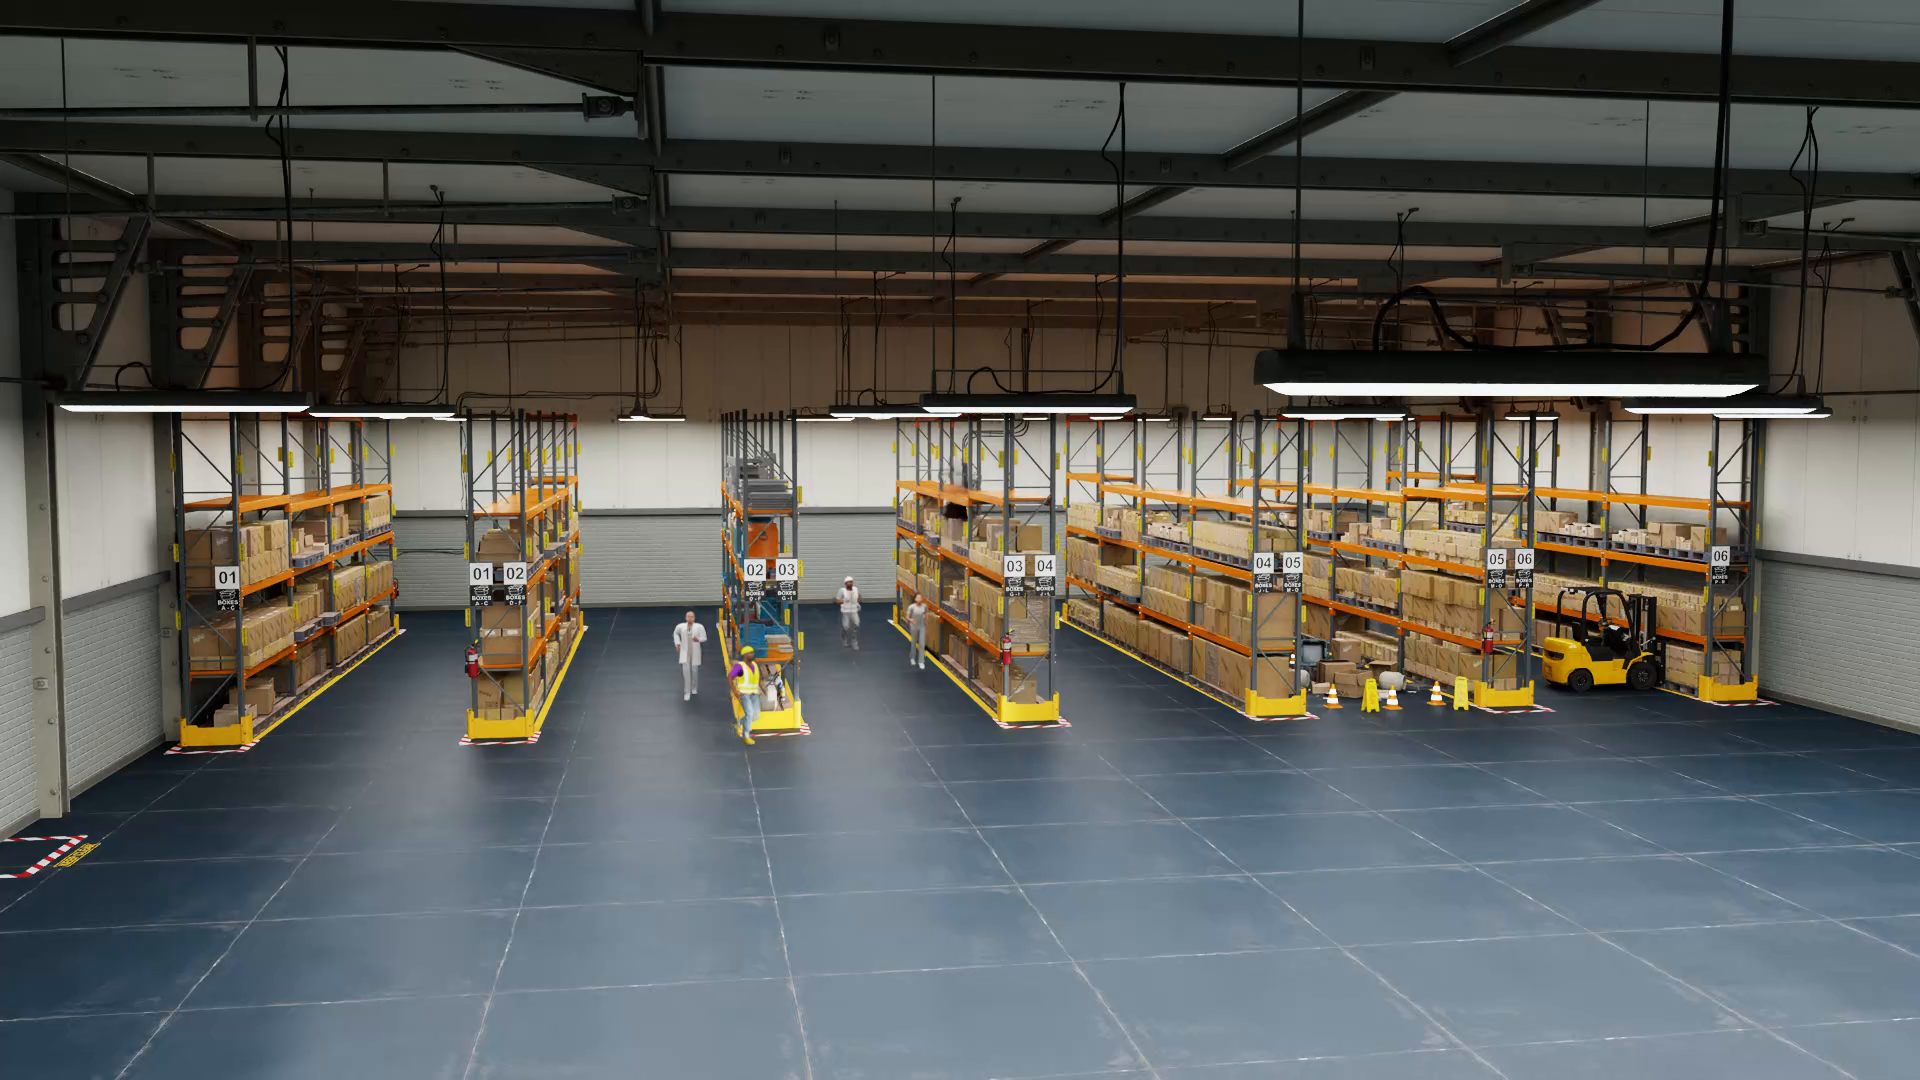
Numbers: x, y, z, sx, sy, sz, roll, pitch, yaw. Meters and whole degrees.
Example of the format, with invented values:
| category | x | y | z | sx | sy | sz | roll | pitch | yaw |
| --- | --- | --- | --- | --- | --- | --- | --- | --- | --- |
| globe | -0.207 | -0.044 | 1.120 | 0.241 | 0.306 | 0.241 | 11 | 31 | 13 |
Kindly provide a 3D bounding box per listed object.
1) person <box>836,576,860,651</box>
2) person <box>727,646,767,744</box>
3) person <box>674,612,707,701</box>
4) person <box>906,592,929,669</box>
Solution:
| category | x | y | z | sx | sy | sz | roll | pitch | yaw |
| --- | --- | --- | --- | --- | --- | --- | --- | --- | --- |
| person | -2.721 | 1.782 | 40.748 | 0.664 | 1.790 | 0.780 | -1 | 4 | -18 |
| person | -3.825 | 2.784 | 29.986 | 0.585 | 1.718 | 0.759 | 3 | 5 | 40 |
| person | -5.641 | 2.402 | 34.789 | 0.694 | 1.822 | 0.876 | -1 | 4 | -8 |
| person | -0.946 | 2.004 | 37.296 | 0.552 | 1.680 | 0.844 | -1 | 4 | -15 |
